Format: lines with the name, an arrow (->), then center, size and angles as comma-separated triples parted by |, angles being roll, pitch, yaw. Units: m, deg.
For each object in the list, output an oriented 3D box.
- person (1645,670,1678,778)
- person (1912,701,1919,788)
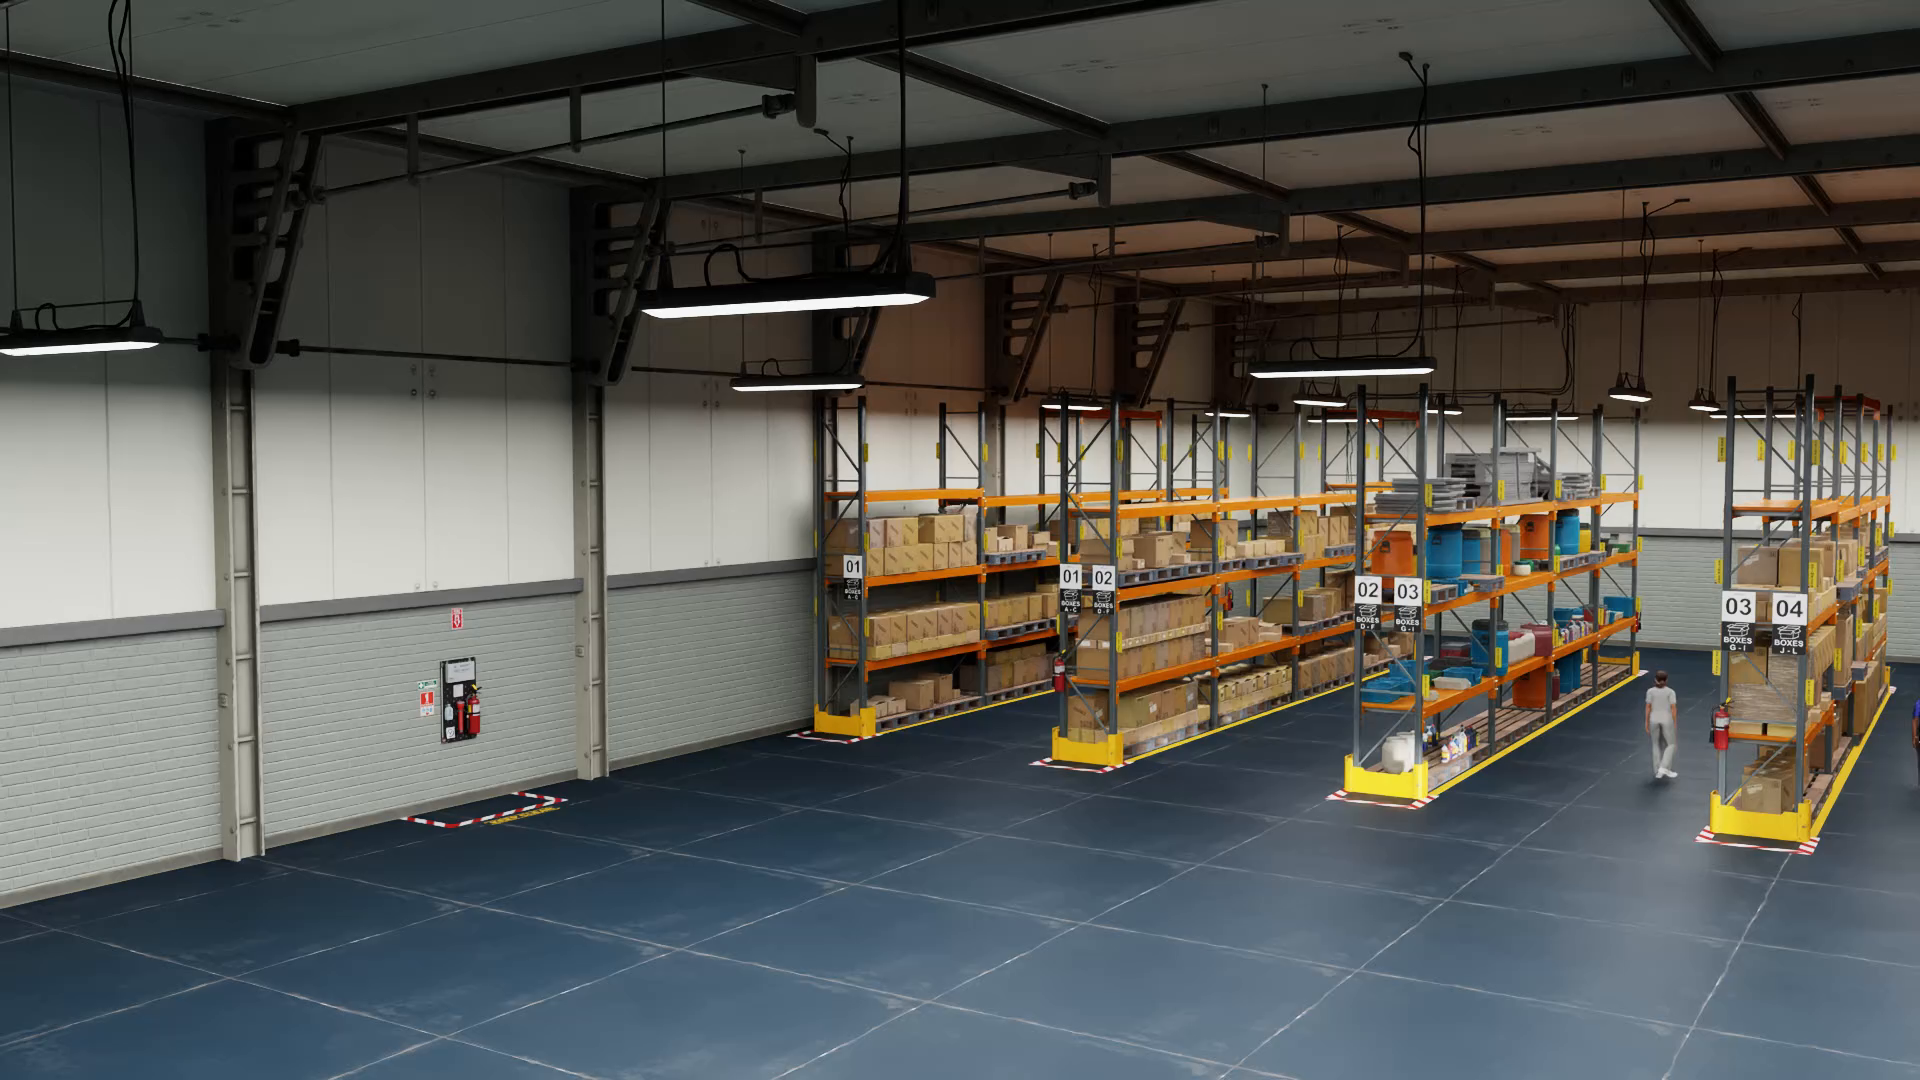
person -> 10.781, 2.832, 25.546 | 0.494, 1.669, 0.534 | 2, 4, 31
person -> 14.189, 2.906, 24.340 | 0.457, 1.595, 1.054 | 2, 4, 36
